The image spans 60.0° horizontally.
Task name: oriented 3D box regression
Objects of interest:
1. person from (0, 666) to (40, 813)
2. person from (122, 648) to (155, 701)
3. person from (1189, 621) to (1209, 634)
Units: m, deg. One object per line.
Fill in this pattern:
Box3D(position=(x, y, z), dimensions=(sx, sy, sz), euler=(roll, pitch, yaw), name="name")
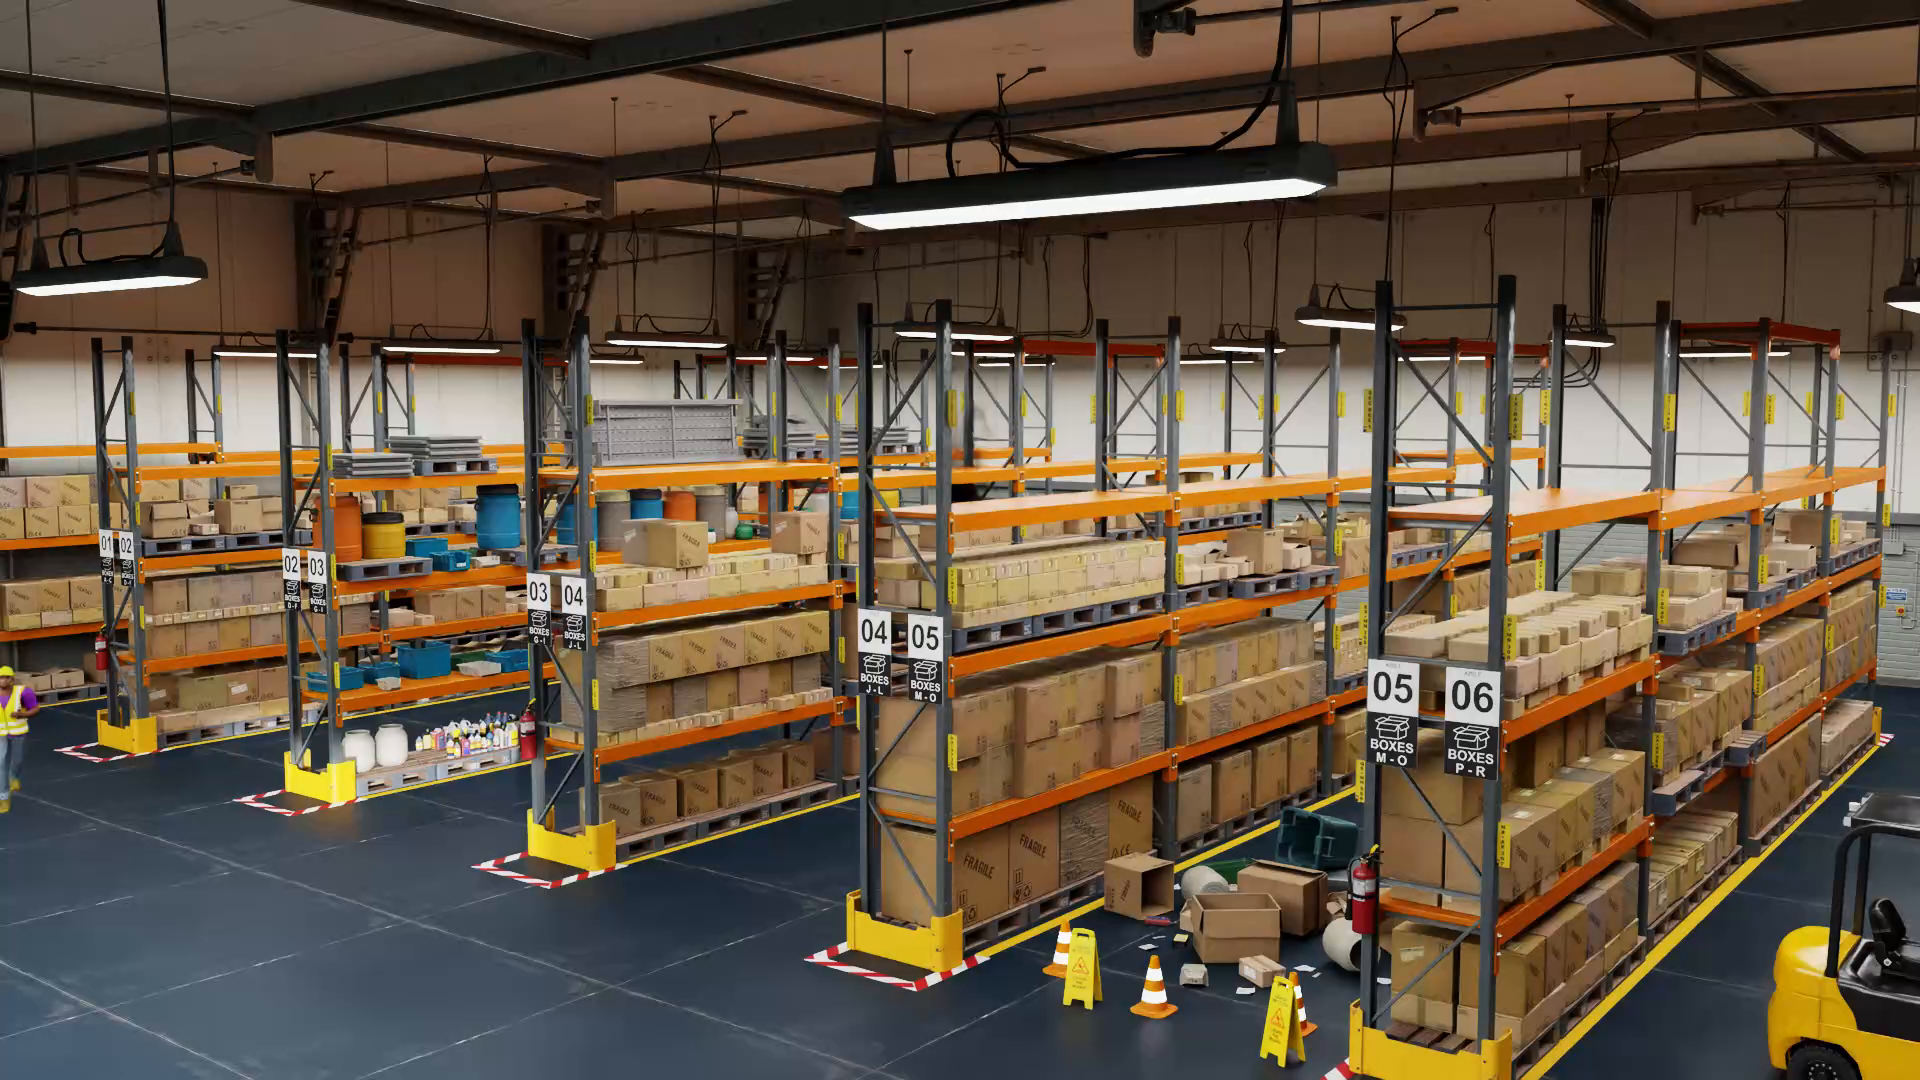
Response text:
Box3D(position=(-11.991, 2.479, 21.019), dimensions=(0.643, 1.829, 1.007), euler=(-3, 6, -31), name="person")
Box3D(position=(-12.933, 2.079, 26.274), dimensions=(0.600, 1.607, 0.529), euler=(2, 5, 25), name="person")
Box3D(position=(3.796, 2.027, 26.188), dimensions=(0.707, 1.736, 0.633), euler=(4, 6, 38), name="person")
